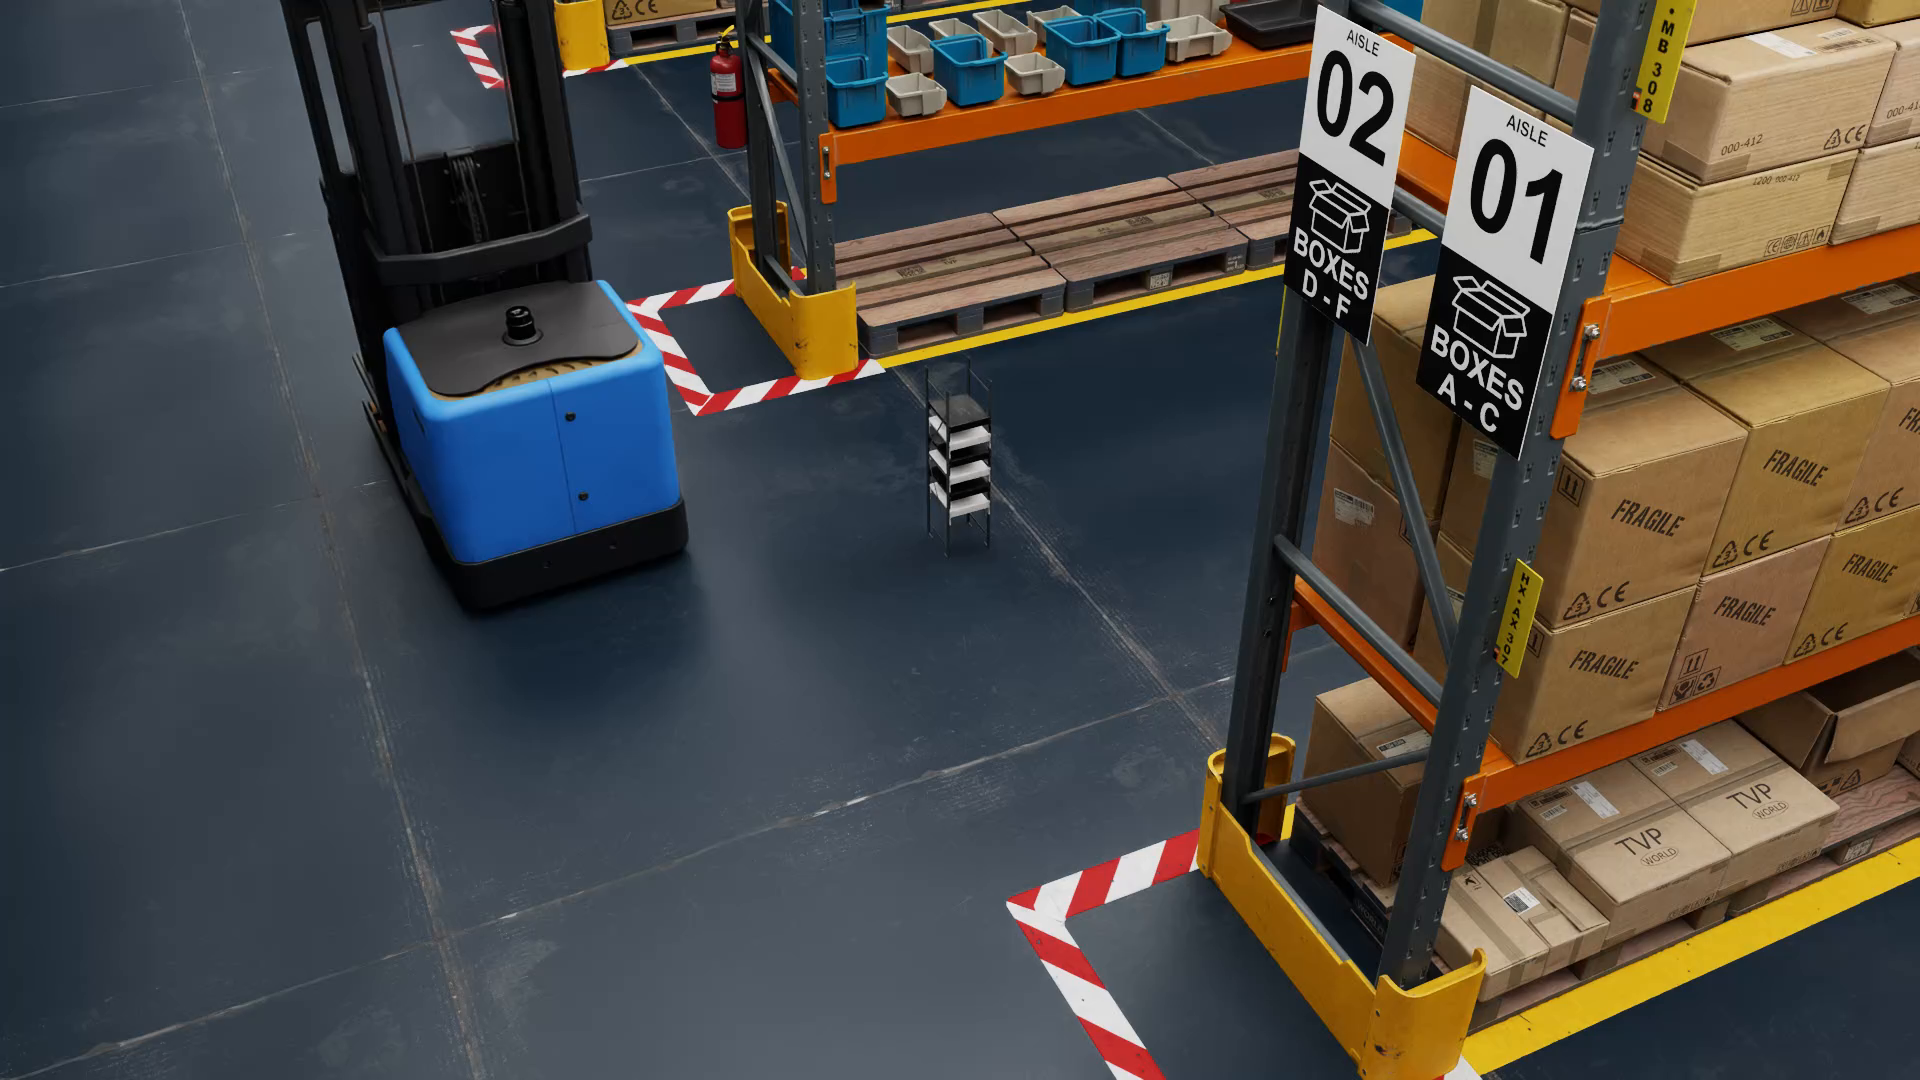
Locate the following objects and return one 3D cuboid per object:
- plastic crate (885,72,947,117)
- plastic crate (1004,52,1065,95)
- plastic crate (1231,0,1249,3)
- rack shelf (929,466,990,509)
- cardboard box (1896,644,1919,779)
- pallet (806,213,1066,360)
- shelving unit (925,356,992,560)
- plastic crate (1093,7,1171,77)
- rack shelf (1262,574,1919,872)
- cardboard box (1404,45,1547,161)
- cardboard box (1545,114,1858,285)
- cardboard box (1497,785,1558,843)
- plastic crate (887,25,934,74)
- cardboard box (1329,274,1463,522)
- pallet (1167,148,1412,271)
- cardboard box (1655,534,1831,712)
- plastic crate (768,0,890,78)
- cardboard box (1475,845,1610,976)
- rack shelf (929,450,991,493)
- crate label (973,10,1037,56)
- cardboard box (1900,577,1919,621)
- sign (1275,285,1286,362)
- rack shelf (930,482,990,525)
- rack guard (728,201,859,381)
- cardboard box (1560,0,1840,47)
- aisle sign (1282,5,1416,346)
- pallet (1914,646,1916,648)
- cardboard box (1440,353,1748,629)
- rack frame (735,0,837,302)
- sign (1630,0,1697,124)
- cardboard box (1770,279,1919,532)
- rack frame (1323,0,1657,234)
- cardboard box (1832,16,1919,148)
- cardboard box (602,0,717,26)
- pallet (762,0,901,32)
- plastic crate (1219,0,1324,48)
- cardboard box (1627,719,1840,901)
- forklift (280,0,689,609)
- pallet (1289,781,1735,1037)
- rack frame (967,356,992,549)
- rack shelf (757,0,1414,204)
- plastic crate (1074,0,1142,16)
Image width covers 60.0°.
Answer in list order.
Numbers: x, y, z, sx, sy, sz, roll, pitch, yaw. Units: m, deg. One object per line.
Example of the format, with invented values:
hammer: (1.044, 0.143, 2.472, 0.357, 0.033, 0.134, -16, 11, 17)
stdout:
plastic crate: (-0.226, -2.256, 8.444, 0.298, 0.136, 0.250, -16, 39, -20)
plastic crate: (0.388, -2.427, 8.676, 0.298, 0.136, 0.250, -16, 39, -20)
plastic crate: (1.791, -3.387, 9.695, 0.583, 0.464, 0.402, -16, 39, -20)
rack shelf: (-0.007, -0.260, 7.553, 0.200, 0.077, 0.258, -16, 39, -20)
cardboard box: (3.733, 0.634, 6.265, 0.500, 0.311, 0.500, -16, 39, -20)
pallet: (-0.152, -1.484, 9.573, 1.213, 0.211, 1.003, -16, 39, -20)
shelving unit: (-0.007, -0.359, 7.479, 0.210, 0.900, 0.258, -16, 39, -20)
plastic crate: (0.912, -2.667, 8.918, 0.300, 0.233, 0.416, -16, 39, -20)
rack shelf: (2.996, 0.039, 5.783, 4.000, 0.370, 1.077, -16, 39, -20)
cardboard box: (1.539, -1.160, 4.405, 0.500, 0.250, 0.500, -16, 39, -20)
cardboard box: (1.759, -0.881, 4.028, 0.500, 0.250, 0.500, -16, 39, -20)
cardboard box: (1.978, 0.893, 6.037, 0.250, 0.166, 0.380, -16, 39, -20)
plastic crate: (-0.254, -2.638, 8.960, 0.243, 0.136, 0.396, -16, 39, -20)
cardboard box: (1.472, -0.446, 4.911, 0.500, 0.500, 0.500, -16, 39, -20)
pallet: (2.057, -2.101, 10.406, 1.213, 0.211, 1.003, -16, 39, -20)
cardboard box: (2.164, 0.113, 4.996, 0.500, 0.500, 0.500, -16, 39, -20)
plastic crate: (-0.692, -2.640, 8.711, 0.499, 0.435, 0.616, -16, 39, -20)
cardboard box: (1.937, 1.234, 5.578, 0.250, 0.166, 0.380, -16, 39, -20)
rack shelf: (-0.007, -0.333, 7.499, 0.200, 0.077, 0.258, -16, 39, -20)
crate label: (0.256, -2.787, 9.161, 0.243, 0.136, 0.396, -16, 39, -20)
cardboard box: (3.073, -0.138, 5.335, 0.500, 0.500, 0.500, -15, 39, -19)
sign: (0.968, -0.640, 4.858, 0.005, 0.325, 0.100, -16, 39, -20)
rack shelf: (-0.007, -0.188, 7.606, 0.200, 0.077, 0.258, -16, 39, -20)
rack guard: (-0.932, -1.399, 9.216, 0.348, 0.500, 1.175, -16, 39, -20)
cardboard box: (1.644, -1.529, 3.852, 0.500, 0.500, 0.700, -16, 39, -20)
aisle sign: (0.994, -0.936, 4.311, 0.004, 0.787, 0.394, -16, 39, -20)
pallet: (4.185, 0.537, 6.849, 1.213, 0.211, 1.003, -16, 39, -20)
cardboard box: (1.700, -0.156, 4.518, 0.500, 0.500, 0.500, -14, 39, -19)
rack frame: (-0.915, -2.416, 8.489, 0.127, 3.000, 1.000, -16, 39, -20)
sign: (1.417, -1.007, 3.338, 0.005, 0.325, 0.100, -16, 39, -20)
cardboard box: (2.625, -0.416, 4.870, 0.500, 0.500, 0.500, -15, 39, -19)
rack frame: (1.186, -2.153, 3.099, 0.127, 3.000, 1.000, -16, 39, -20)
cardboard box: (2.217, -1.201, 4.040, 0.500, 0.250, 0.500, -16, 39, -20)
cardboard box: (-2.474, -4.607, 12.875, 0.875, 0.875, 0.875, -16, 39, -20)
pallet: (-1.226, -4.518, 13.664, 1.213, 0.211, 1.003, -16, 39, -20)
plastic crate: (1.807, -2.914, 9.341, 0.590, 0.125, 0.437, -16, 39, -20)
cardboard box: (2.704, 0.946, 5.895, 0.500, 0.250, 0.500, -16, 39, -20)
forklift: (-2.383, -1.740, 7.636, 1.130, 2.935, 3.031, -18, 40, -22)
pallet: (1.976, 1.155, 6.016, 1.213, 0.211, 1.003, -16, 39, -20)
rack frame: (0.085, -0.385, 7.514, 0.006, 0.900, 0.240, -16, 39, -20)
rack shelf: (0.895, -2.633, 9.386, 4.000, 0.370, 1.077, -16, 39, -20)
plastic crate: (0.835, -3.031, 9.408, 0.300, 0.233, 0.416, -16, 39, -20)
